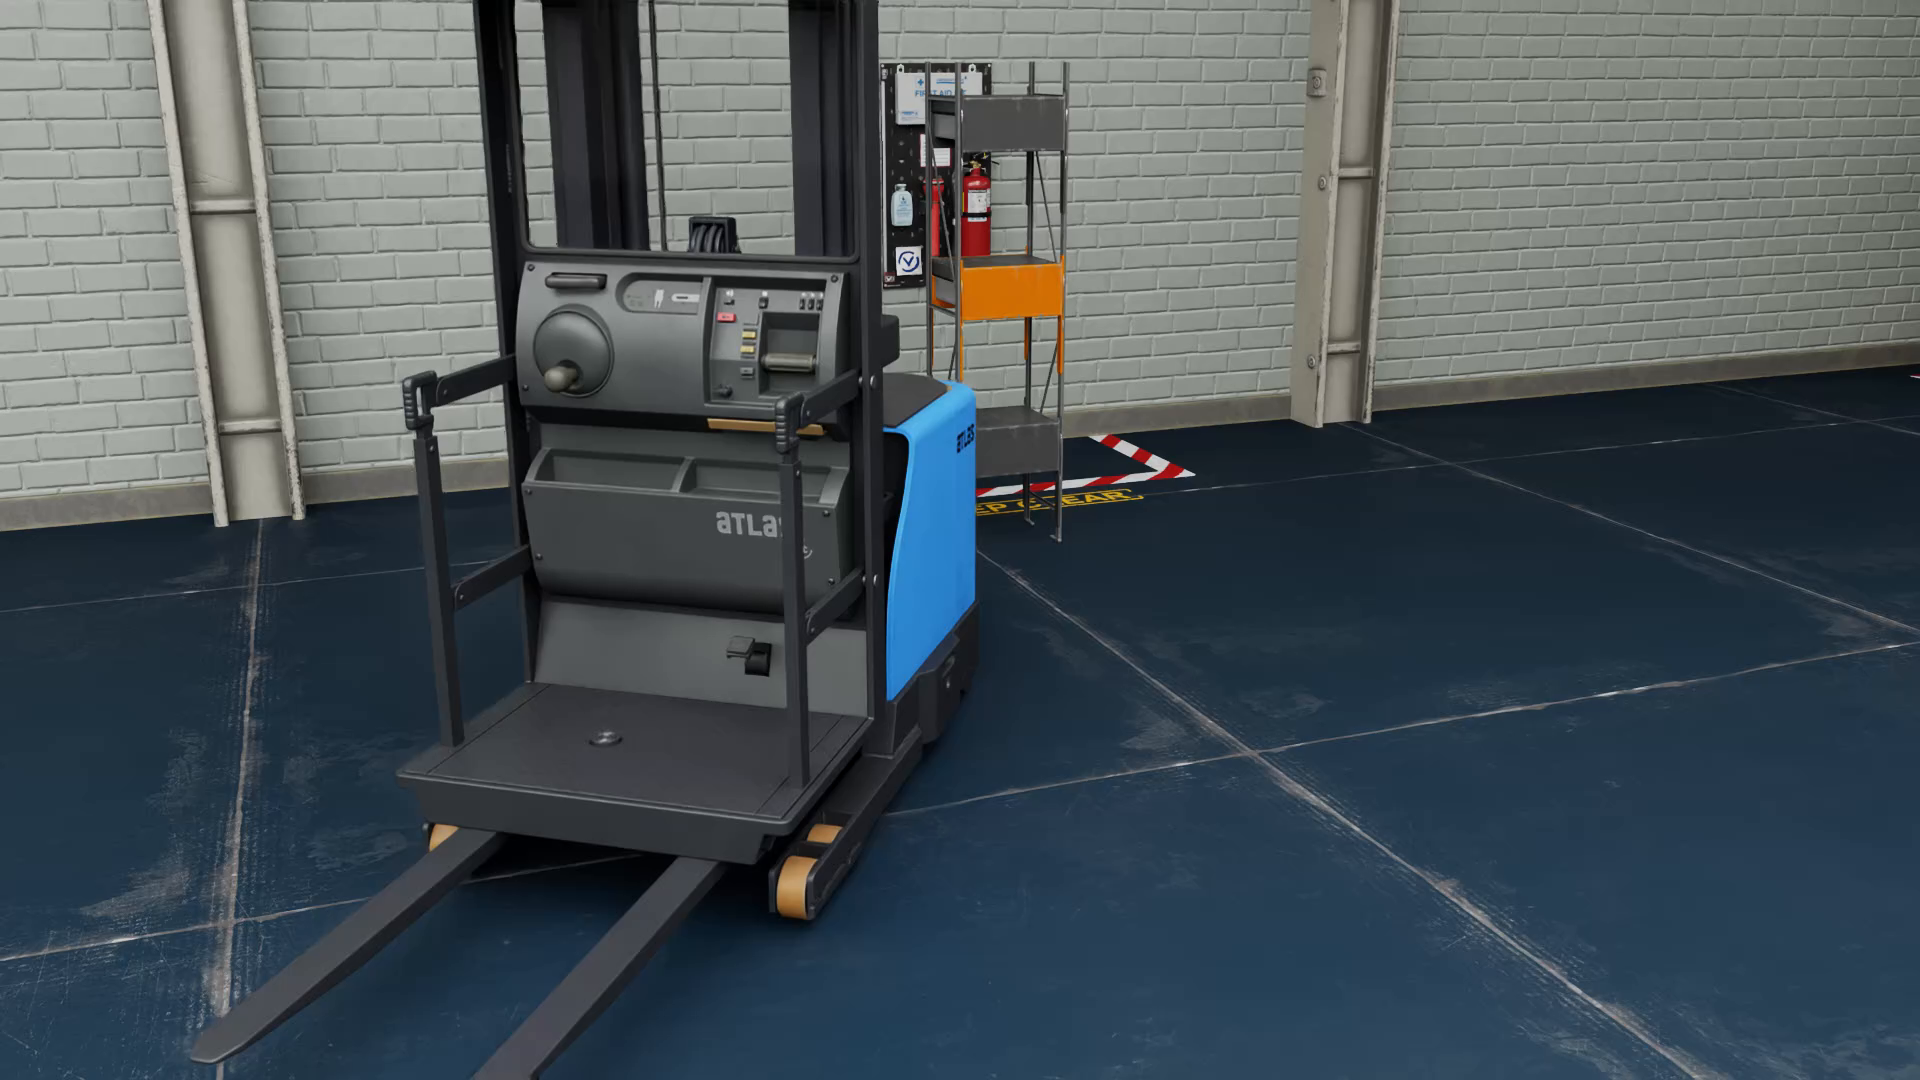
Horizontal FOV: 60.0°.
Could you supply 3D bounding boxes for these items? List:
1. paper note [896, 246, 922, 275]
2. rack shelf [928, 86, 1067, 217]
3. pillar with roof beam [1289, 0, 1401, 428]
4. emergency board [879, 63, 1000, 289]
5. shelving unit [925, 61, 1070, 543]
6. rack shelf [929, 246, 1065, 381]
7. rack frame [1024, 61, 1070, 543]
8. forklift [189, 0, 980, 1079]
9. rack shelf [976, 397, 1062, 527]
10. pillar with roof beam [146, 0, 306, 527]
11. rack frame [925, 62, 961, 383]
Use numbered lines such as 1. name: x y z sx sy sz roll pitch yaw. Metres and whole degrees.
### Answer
1. paper note: -0.275 -1.504 8.961 0.142 0.148 0.016 -6 17 -20
2. rack shelf: 0.155 -1.683 7.166 0.480 0.518 0.431 -6 17 -20
3. pillar with roof beam: 3.777 -3.912 4.948 0.400 9.000 9.100 -6 17 -20
4. emergency board: -0.085 -1.927 8.836 0.643 1.169 0.194 -6 17 -20
5. shelving unit: 0.155 -1.024 7.359 0.503 2.100 0.431 -6 17 -20
6. rack shelf: 0.155 -1.011 7.363 0.480 0.518 0.431 -6 17 -20
7. rack frame: 0.382 -1.049 7.443 0.015 2.100 0.400 -6 17 -20
8. forklift: -0.813 -0.550 4.268 1.130 2.935 3.031 4 17 15
9. rack shelf: 0.155 -0.339 7.560 0.480 0.518 0.431 -6 17 -20
10. pillar with roof beam: -1.826 -3.307 2.888 0.400 9.000 9.100 -6 17 -20
11. rack frame: -0.073 -1.000 7.275 0.015 2.100 0.400 -6 17 -20
